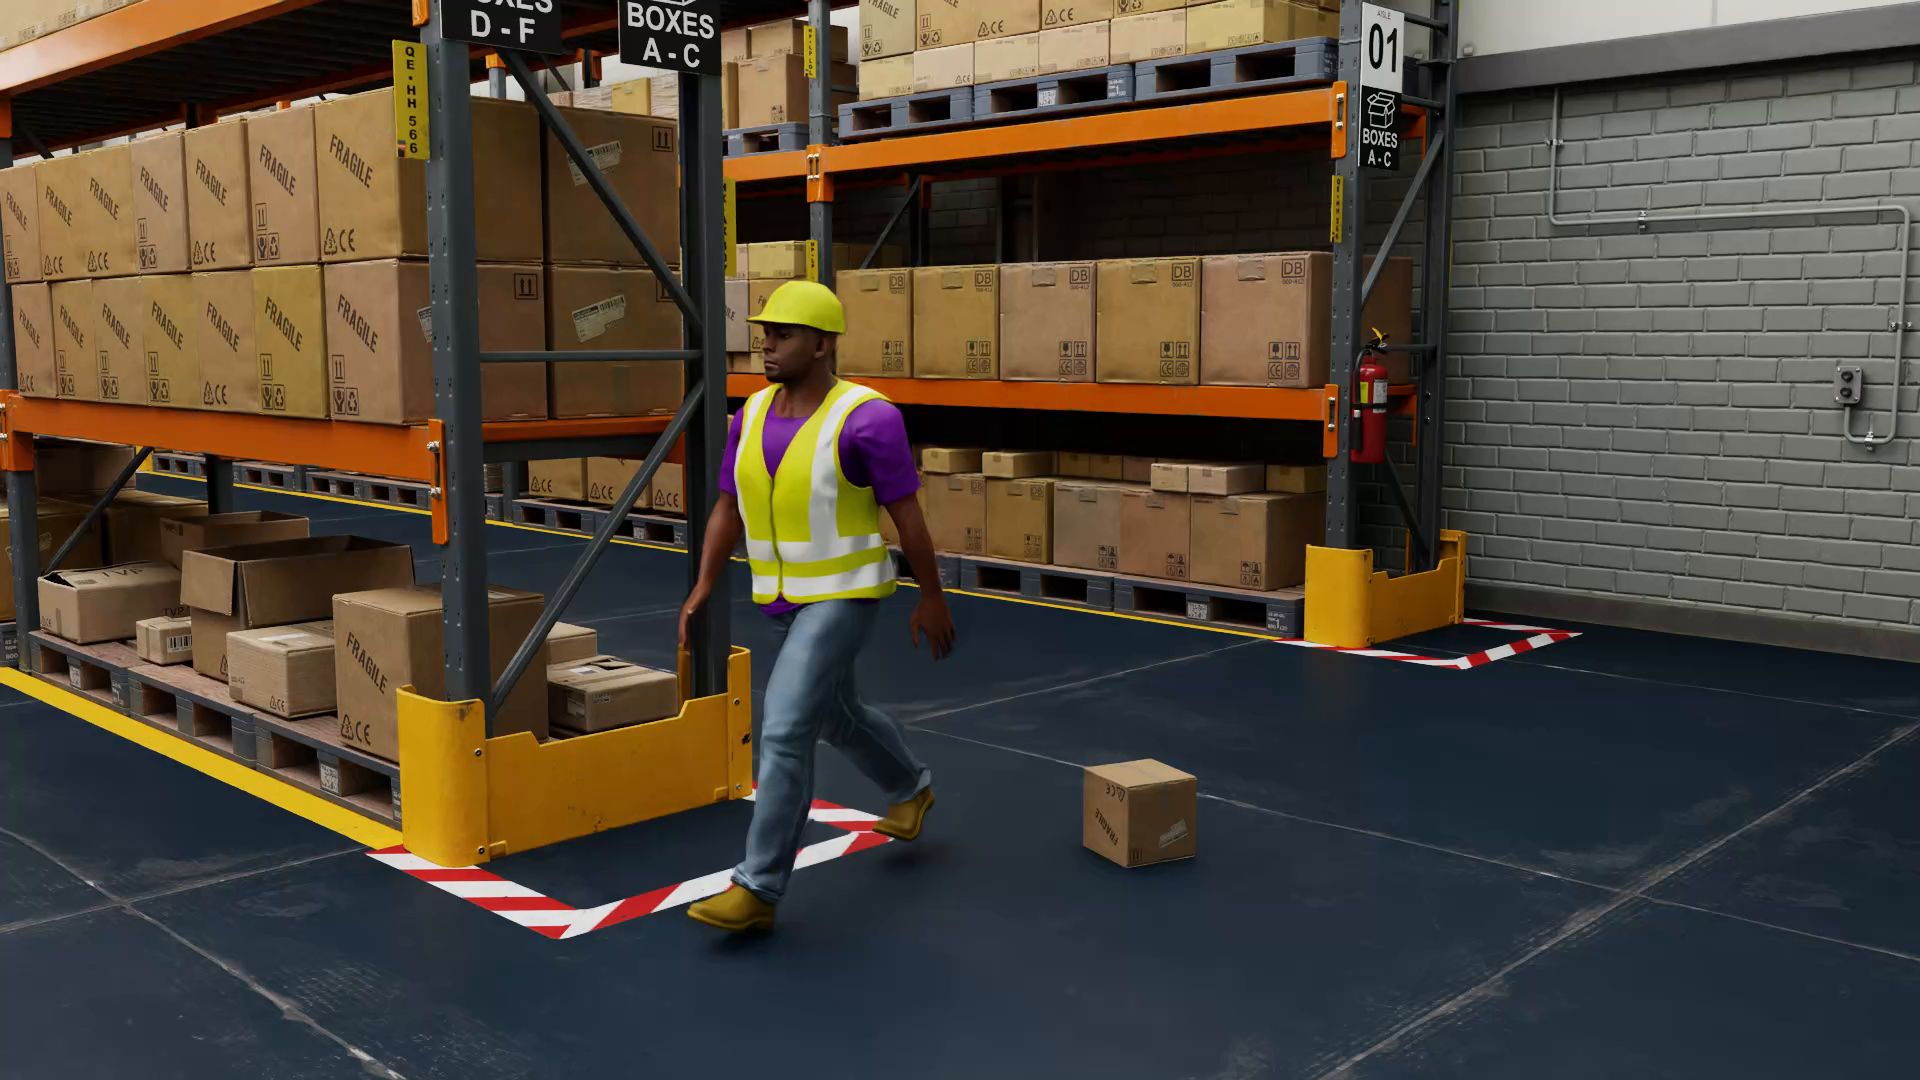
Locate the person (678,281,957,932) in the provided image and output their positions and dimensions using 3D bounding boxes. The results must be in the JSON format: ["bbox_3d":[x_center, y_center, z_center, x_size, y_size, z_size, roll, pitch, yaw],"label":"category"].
[{"bbox_3d":[-0.395,0.147,4.612,0.608,1.709,1.123,6,9,41],"label":"person"}]
